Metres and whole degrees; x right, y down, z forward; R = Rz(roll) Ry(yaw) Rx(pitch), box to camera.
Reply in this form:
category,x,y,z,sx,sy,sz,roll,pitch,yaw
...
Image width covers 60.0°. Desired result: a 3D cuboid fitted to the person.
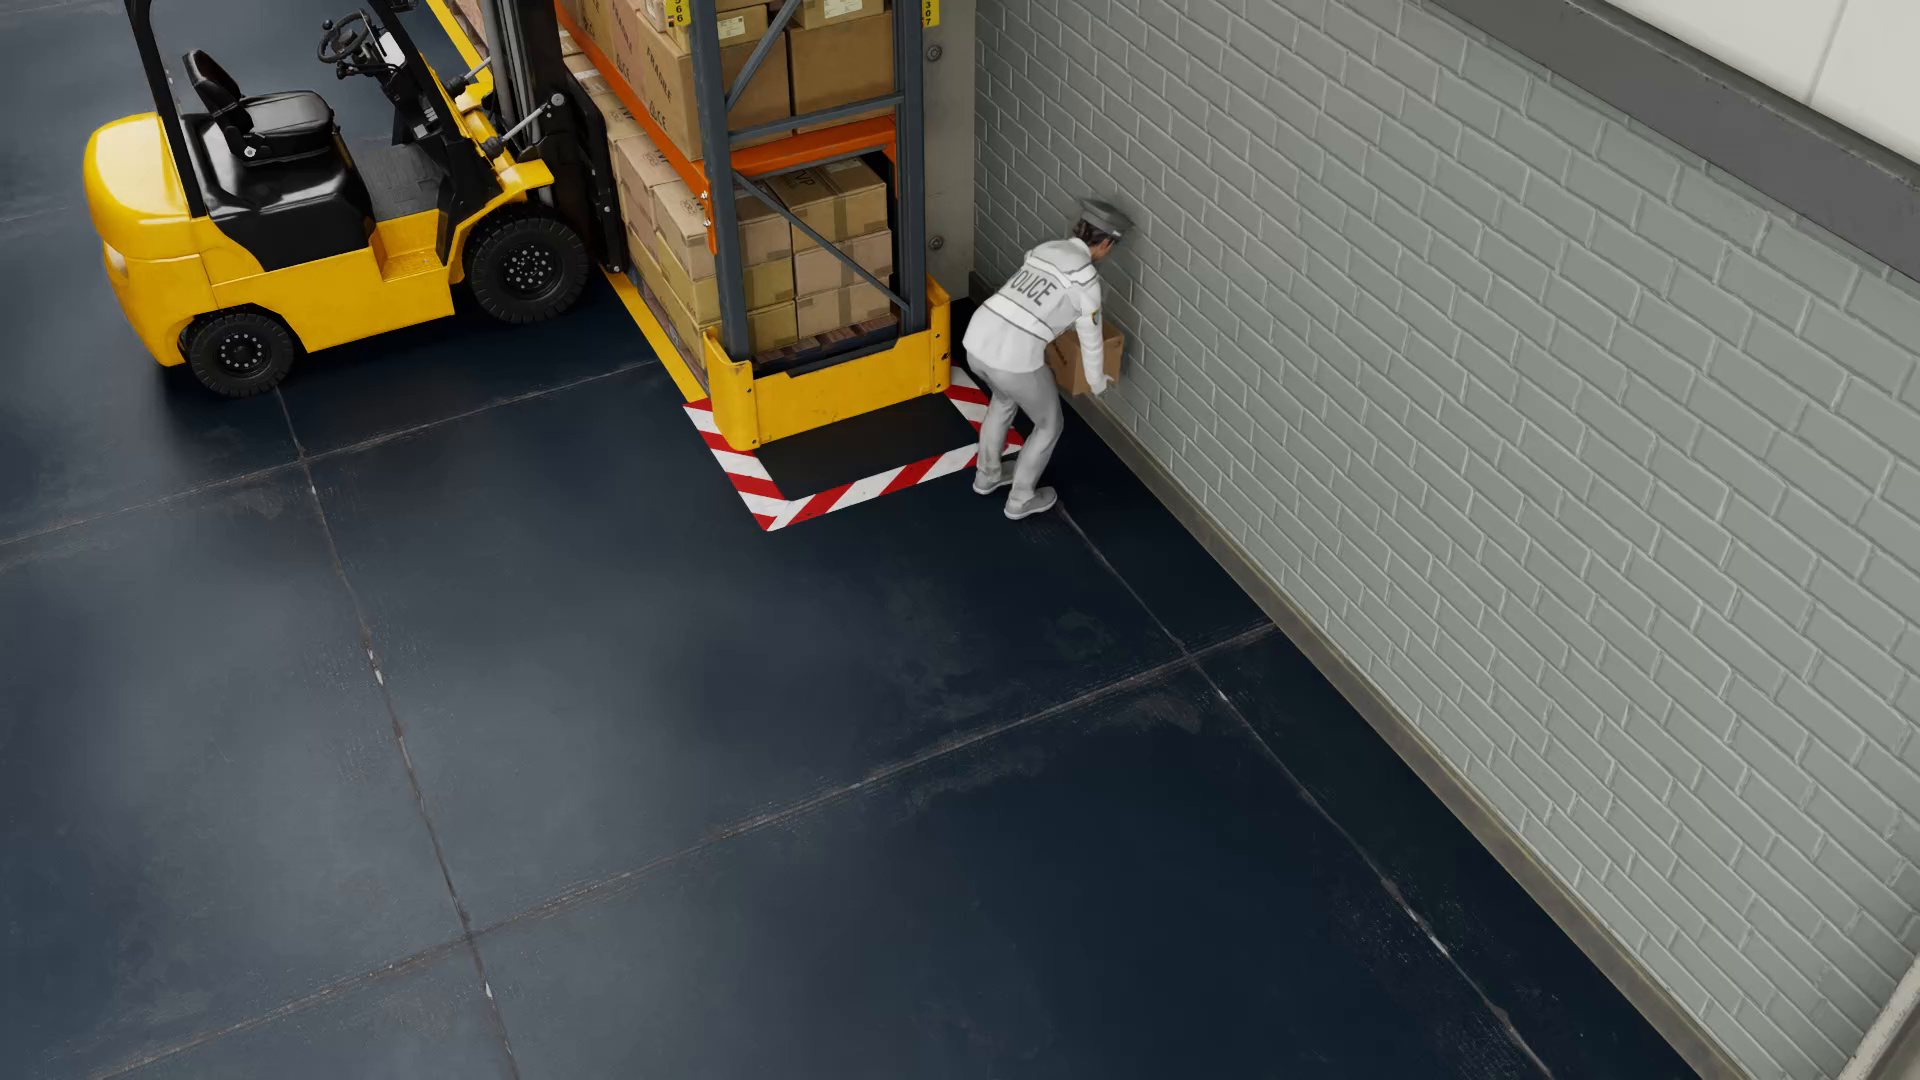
category,x,y,z,sx,sy,sz,roll,pitch,yaw
person,0.393,-0.798,7.298,0.849,1.356,0.417,-30,49,-29
